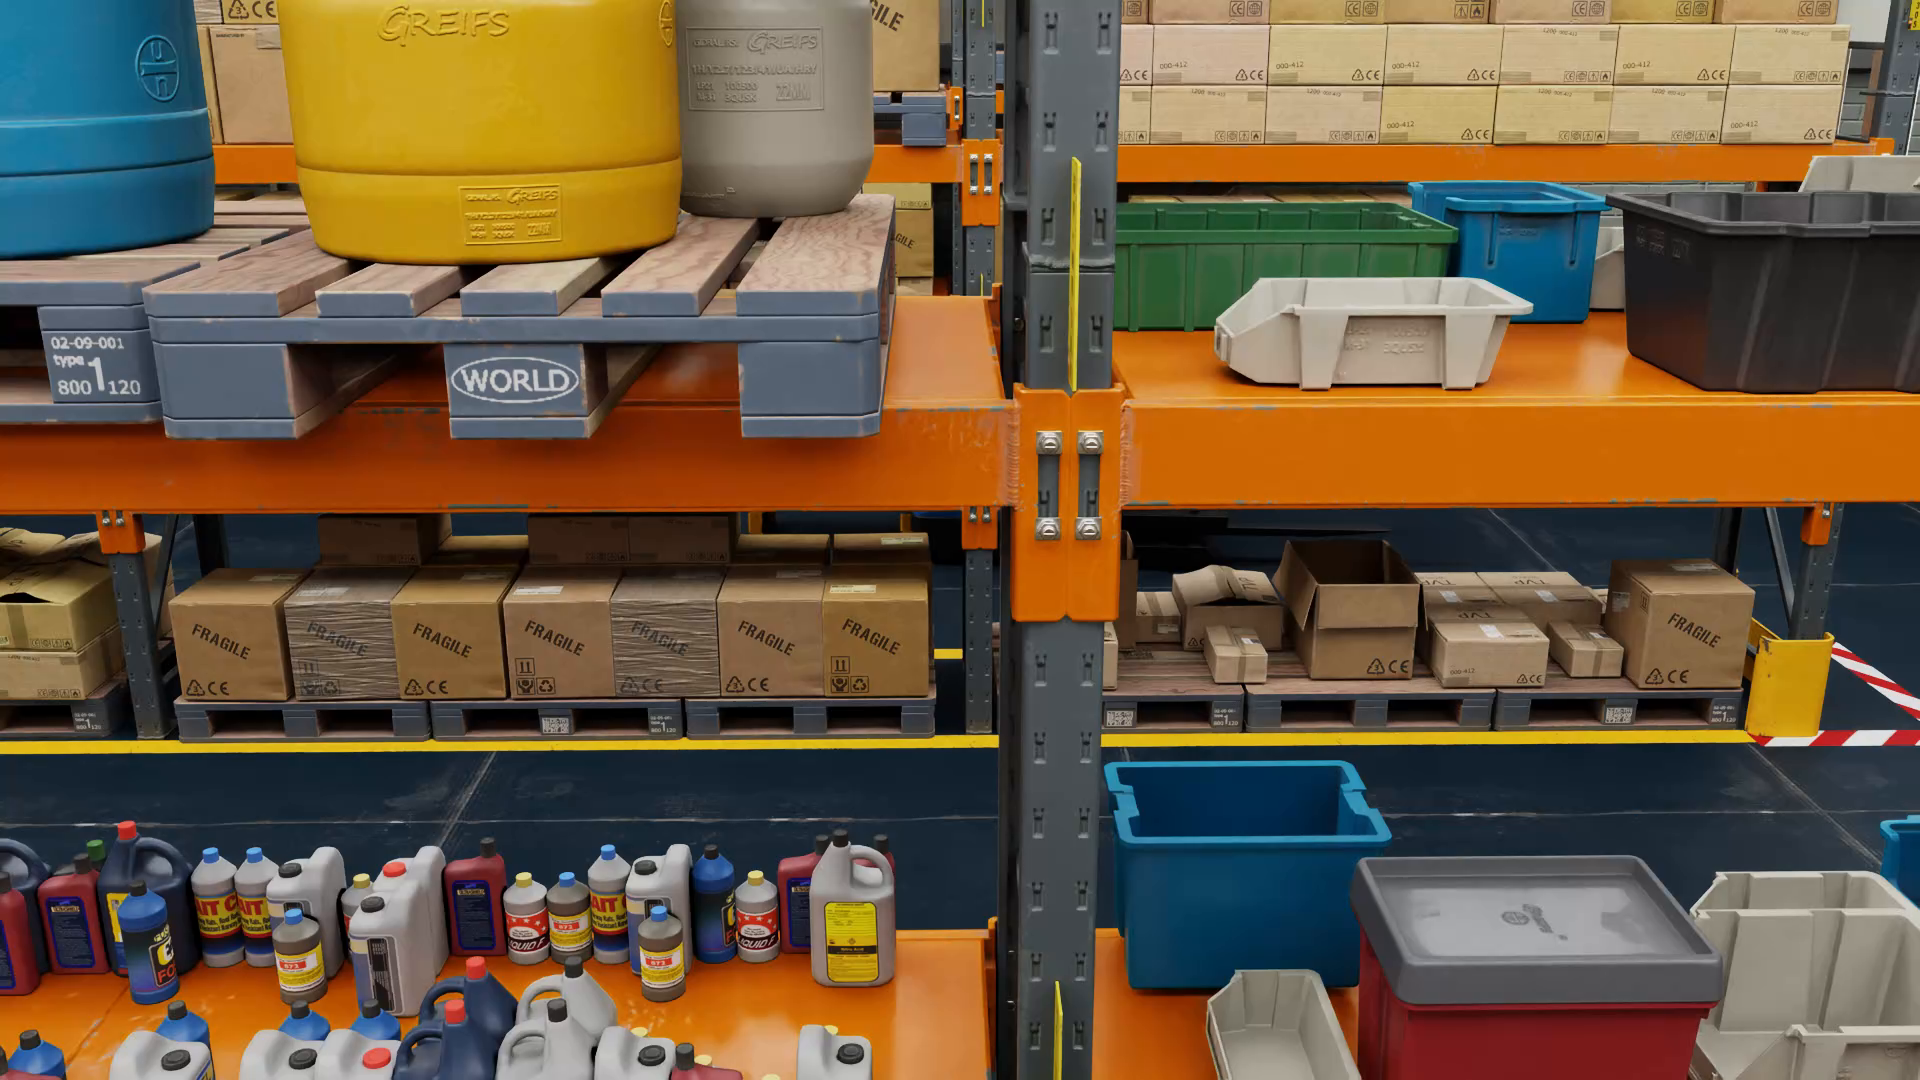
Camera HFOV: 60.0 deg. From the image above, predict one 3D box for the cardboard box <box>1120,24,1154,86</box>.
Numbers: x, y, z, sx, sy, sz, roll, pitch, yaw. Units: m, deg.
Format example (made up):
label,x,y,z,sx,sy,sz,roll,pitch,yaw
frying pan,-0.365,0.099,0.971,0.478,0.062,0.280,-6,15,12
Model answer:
label,x,y,z,sx,sy,sz,roll,pitch,yaw
cardboard box,0.574,-2.153,7.366,0.500,0.250,0.500,0,18,-1

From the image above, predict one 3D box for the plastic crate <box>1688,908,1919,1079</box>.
label,x,y,z,sx,sy,sz,roll,pitch,yaw
plastic crate,1.688,0.958,3.247,0.530,0.282,0.437,0,18,-1

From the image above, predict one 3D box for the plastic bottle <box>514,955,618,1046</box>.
label,x,y,z,sx,sy,sz,roll,pitch,yaw
plastic bottle,-0.758,0.965,3.210,0.185,0.351,0.144,0,18,-1

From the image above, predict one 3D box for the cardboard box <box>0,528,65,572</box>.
label,x,y,z,sx,sy,sz,roll,pitch,yaw
cardboard box,-4.969,0.148,8.572,0.500,0.311,0.500,-1,18,-2

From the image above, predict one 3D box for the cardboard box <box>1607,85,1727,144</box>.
label,x,y,z,sx,sy,sz,roll,pitch,yaw
cardboard box,3.074,-1.926,7.476,0.500,0.250,0.500,0,18,-1

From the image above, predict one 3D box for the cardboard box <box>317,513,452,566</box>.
label,x,y,z,sx,sy,sz,roll,pitch,yaw
cardboard box,-2.928,-0.067,8.489,0.500,0.250,0.500,0,18,1

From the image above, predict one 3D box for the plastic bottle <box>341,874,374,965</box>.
label,x,y,z,sx,sy,sz,roll,pitch,yaw
plastic bottle,-1.353,0.858,3.787,0.097,0.201,0.097,0,18,0

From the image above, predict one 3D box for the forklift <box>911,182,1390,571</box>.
label,x,y,z,sx,sy,sz,roll,pitch,yaw
forklift,1.227,-1.372,10.527,3.031,2.935,1.130,1,18,3

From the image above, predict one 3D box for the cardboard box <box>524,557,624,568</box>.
label,x,y,z,sx,sy,sz,roll,pitch,yaw
cardboard box,-1.942,0.285,8.620,0.500,0.500,0.500,-1,18,-3

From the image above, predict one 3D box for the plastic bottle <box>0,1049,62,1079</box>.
label,x,y,z,sx,sy,sz,roll,pitch,yaw
plastic bottle,-1.697,1.058,3.029,0.133,0.283,0.061,0,18,-1

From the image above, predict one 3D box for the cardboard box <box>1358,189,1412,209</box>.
label,x,y,z,sx,sy,sz,roll,pitch,yaw
cardboard box,3.492,-2.301,12.820,0.700,0.700,0.980,1,18,2

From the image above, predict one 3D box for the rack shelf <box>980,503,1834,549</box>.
label,x,y,z,sx,sy,sz,roll,pitch,yaw
rack shelf,2.084,-0.299,8.247,4.000,0.370,1.077,0,18,-1

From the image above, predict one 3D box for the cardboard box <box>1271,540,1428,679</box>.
label,x,y,z,sx,sy,sz,roll,pitch,yaw
cardboard box,1.962,0.337,8.454,0.637,0.503,0.797,0,18,-1

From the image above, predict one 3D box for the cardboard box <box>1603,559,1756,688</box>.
label,x,y,z,sx,sy,sz,roll,pitch,yaw
cardboard box,3.544,0.407,8.239,0.500,0.500,0.500,0,18,-1

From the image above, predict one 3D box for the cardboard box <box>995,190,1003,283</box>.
label,x,y,z,sx,sy,sz,roll,pitch,yaw
cardboard box,0.545,-2.285,12.770,0.700,0.700,0.980,0,18,0

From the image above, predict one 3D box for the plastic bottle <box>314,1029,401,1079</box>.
label,x,y,z,sx,sy,sz,roll,pitch,yaw
plastic bottle,-1.100,1.045,3.083,0.135,0.276,0.152,0,18,-1

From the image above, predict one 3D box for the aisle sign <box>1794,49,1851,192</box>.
label,x,y,z,sx,sy,sz,roll,pitch,yaw
aisle sign,4.147,-1.979,8.050,0.004,0.787,0.394,0,18,-1

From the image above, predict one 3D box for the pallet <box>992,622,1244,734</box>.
label,x,y,z,sx,sy,sz,roll,pitch,yaw
pallet,0.771,0.693,8.542,1.213,0.211,1.003,0,18,-1

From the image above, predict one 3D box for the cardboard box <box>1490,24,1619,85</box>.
label,x,y,z,sx,sy,sz,roll,pitch,yaw
cardboard box,2.574,-2.162,7.393,0.500,0.250,0.500,0,18,-1

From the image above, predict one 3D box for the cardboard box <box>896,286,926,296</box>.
label,x,y,z,sx,sy,sz,roll,pitch,yaw
cardboard box,-0.393,-0.945,8.233,0.500,0.500,0.700,-6,19,-19

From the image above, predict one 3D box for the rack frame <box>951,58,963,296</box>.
label,x,y,z,sx,sy,sz,roll,pitch,yaw
rack frame,0.002,-2.145,12.823,0.127,3.000,1.000,0,18,-1

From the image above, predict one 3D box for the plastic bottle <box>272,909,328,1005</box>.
label,x,y,z,sx,sy,sz,roll,pitch,yaw
plastic bottle,-1.448,0.905,3.641,0.097,0.201,0.097,0,18,0

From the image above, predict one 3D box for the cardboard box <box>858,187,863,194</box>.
label,x,y,z,sx,sy,sz,roll,pitch,yaw
cardboard box,-0.972,-2.621,12.395,0.500,0.250,0.500,0,18,0

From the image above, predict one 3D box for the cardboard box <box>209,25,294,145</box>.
label,x,y,z,sx,sy,sz,roll,pitch,yaw
cardboard box,-2.970,-2.103,7.619,0.500,0.500,0.910,0,18,-1

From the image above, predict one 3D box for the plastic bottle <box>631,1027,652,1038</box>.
label,x,y,z,sx,sy,sz,roll,pitch,yaw
plastic bottle,-0.616,1.040,3.220,0.097,0.201,0.097,0,18,0

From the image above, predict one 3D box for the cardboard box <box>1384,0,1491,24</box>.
label,x,y,z,sx,sy,sz,roll,pitch,yaw
cardboard box,2.069,-2.610,7.562,0.500,0.500,0.700,0,18,-1

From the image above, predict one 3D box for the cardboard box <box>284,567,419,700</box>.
label,x,y,z,sx,sy,sz,roll,pitch,yaw
cardboard box,-2.933,0.449,8.109,0.500,0.500,0.500,-1,18,-3

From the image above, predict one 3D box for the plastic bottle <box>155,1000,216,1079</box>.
label,x,y,z,sx,sy,sz,roll,pitch,yaw
plastic bottle,-1.487,1.011,3.196,0.097,0.271,0.097,0,18,0

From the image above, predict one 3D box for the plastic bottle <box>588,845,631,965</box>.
label,x,y,z,sx,sy,sz,roll,pitch,yaw
plastic bottle,-0.793,0.822,3.785,0.097,0.271,0.097,0,18,0

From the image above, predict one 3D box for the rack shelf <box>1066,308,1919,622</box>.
label,x,y,z,sx,sy,sz,roll,pitch,yaw
rack shelf,2.158,-0.214,3.072,4.000,0.370,1.077,0,18,-1

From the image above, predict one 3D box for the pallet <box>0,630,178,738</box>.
label,x,y,z,sx,sy,sz,roll,pitch,yaw
pallet,-4.739,0.707,8.497,1.213,0.211,1.003,0,18,-1

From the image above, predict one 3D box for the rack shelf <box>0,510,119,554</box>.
label,x,y,z,sx,sy,sz,roll,pitch,yaw
rack shelf,-5.915,-0.260,8.126,4.000,0.370,1.077,0,18,-1

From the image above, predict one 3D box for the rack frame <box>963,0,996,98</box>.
label,x,y,z,sx,sy,sz,roll,pitch,yaw
rack frame,0.084,-3.488,7.190,0.127,3.000,1.000,0,18,-1

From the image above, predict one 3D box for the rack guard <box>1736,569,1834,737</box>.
label,x,y,z,sx,sy,sz,roll,pitch,yaw
rack guard,4.007,0.539,8.547,0.348,0.500,1.175,0,18,-1

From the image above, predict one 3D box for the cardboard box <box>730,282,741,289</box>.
label,x,y,z,sx,sy,sz,roll,pitch,yaw
cardboard box,-1.603,-1.954,12.606,0.250,0.149,0.380,-1,18,-2

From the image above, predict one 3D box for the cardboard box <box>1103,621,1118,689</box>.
label,x,y,z,sx,sy,sz,roll,pitch,yaw
cardboard box,0.507,0.503,8.250,0.500,0.311,0.500,0,18,-1

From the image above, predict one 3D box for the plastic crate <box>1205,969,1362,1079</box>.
label,x,y,z,sx,sy,sz,roll,pitch,yaw
plastic crate,0.626,1.019,3.293,0.243,0.136,0.396,0,18,-1

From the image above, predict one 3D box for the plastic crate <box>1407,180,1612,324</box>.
label,x,y,z,sx,sy,sz,roll,pitch,yaw
plastic crate,1.064,-0.569,3.275,0.300,0.233,0.416,0,18,-1

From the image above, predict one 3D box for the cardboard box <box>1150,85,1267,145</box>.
label,x,y,z,sx,sy,sz,roll,pitch,yaw
cardboard box,1.074,-1.917,7.447,0.500,0.250,0.500,0,18,-1

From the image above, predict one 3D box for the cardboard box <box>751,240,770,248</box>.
label,x,y,z,sx,sy,sz,roll,pitch,yaw
cardboard box,-1.468,-2.259,12.496,0.500,0.500,0.500,0,18,-1

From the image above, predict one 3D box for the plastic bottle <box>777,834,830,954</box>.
label,x,y,z,sx,sy,sz,roll,pitch,yaw
plastic bottle,-0.348,0.809,3.807,0.133,0.283,0.061,0,18,-1

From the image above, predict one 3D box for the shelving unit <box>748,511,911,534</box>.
label,x,y,z,sx,sy,sz,roll,pitch,yaw
shelving unit,-0.825,-0.739,10.896,1.083,1.500,0.587,1,18,3

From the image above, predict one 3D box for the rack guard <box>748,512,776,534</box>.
label,x,y,z,sx,sy,sz,roll,pitch,yaw
rack guard,-1.322,-0.153,11.117,0.087,0.250,0.587,1,18,3

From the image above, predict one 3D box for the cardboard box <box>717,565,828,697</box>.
label,x,y,z,sx,sy,sz,roll,pitch,yaw
cardboard box,-0.899,0.439,8.141,0.500,0.500,0.500,0,18,-1

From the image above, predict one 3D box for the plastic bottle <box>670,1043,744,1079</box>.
label,x,y,z,sx,sy,sz,roll,pitch,yaw
plastic bottle,-0.461,1.052,3.048,0.133,0.283,0.061,0,18,-1

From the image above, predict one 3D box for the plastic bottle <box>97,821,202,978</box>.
label,x,y,z,sx,sy,sz,roll,pitch,yaw
plastic bottle,-1.823,0.796,3.735,0.185,0.351,0.144,0,18,-1

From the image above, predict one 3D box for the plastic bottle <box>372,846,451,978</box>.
label,x,y,z,sx,sy,sz,roll,pitch,yaw
plastic bottle,-1.236,0.830,3.751,0.135,0.276,0.152,0,18,-1

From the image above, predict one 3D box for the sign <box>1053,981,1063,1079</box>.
label,x,y,z,sx,sy,sz,roll,pitch,yaw
sign,0.165,0.917,2.824,0.005,0.325,0.100,0,18,-1

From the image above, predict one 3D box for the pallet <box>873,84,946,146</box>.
label,x,y,z,sx,sy,sz,roll,pitch,yaw
pallet,-0.569,-1.989,7.734,1.003,0.211,1.213,0,18,-1
